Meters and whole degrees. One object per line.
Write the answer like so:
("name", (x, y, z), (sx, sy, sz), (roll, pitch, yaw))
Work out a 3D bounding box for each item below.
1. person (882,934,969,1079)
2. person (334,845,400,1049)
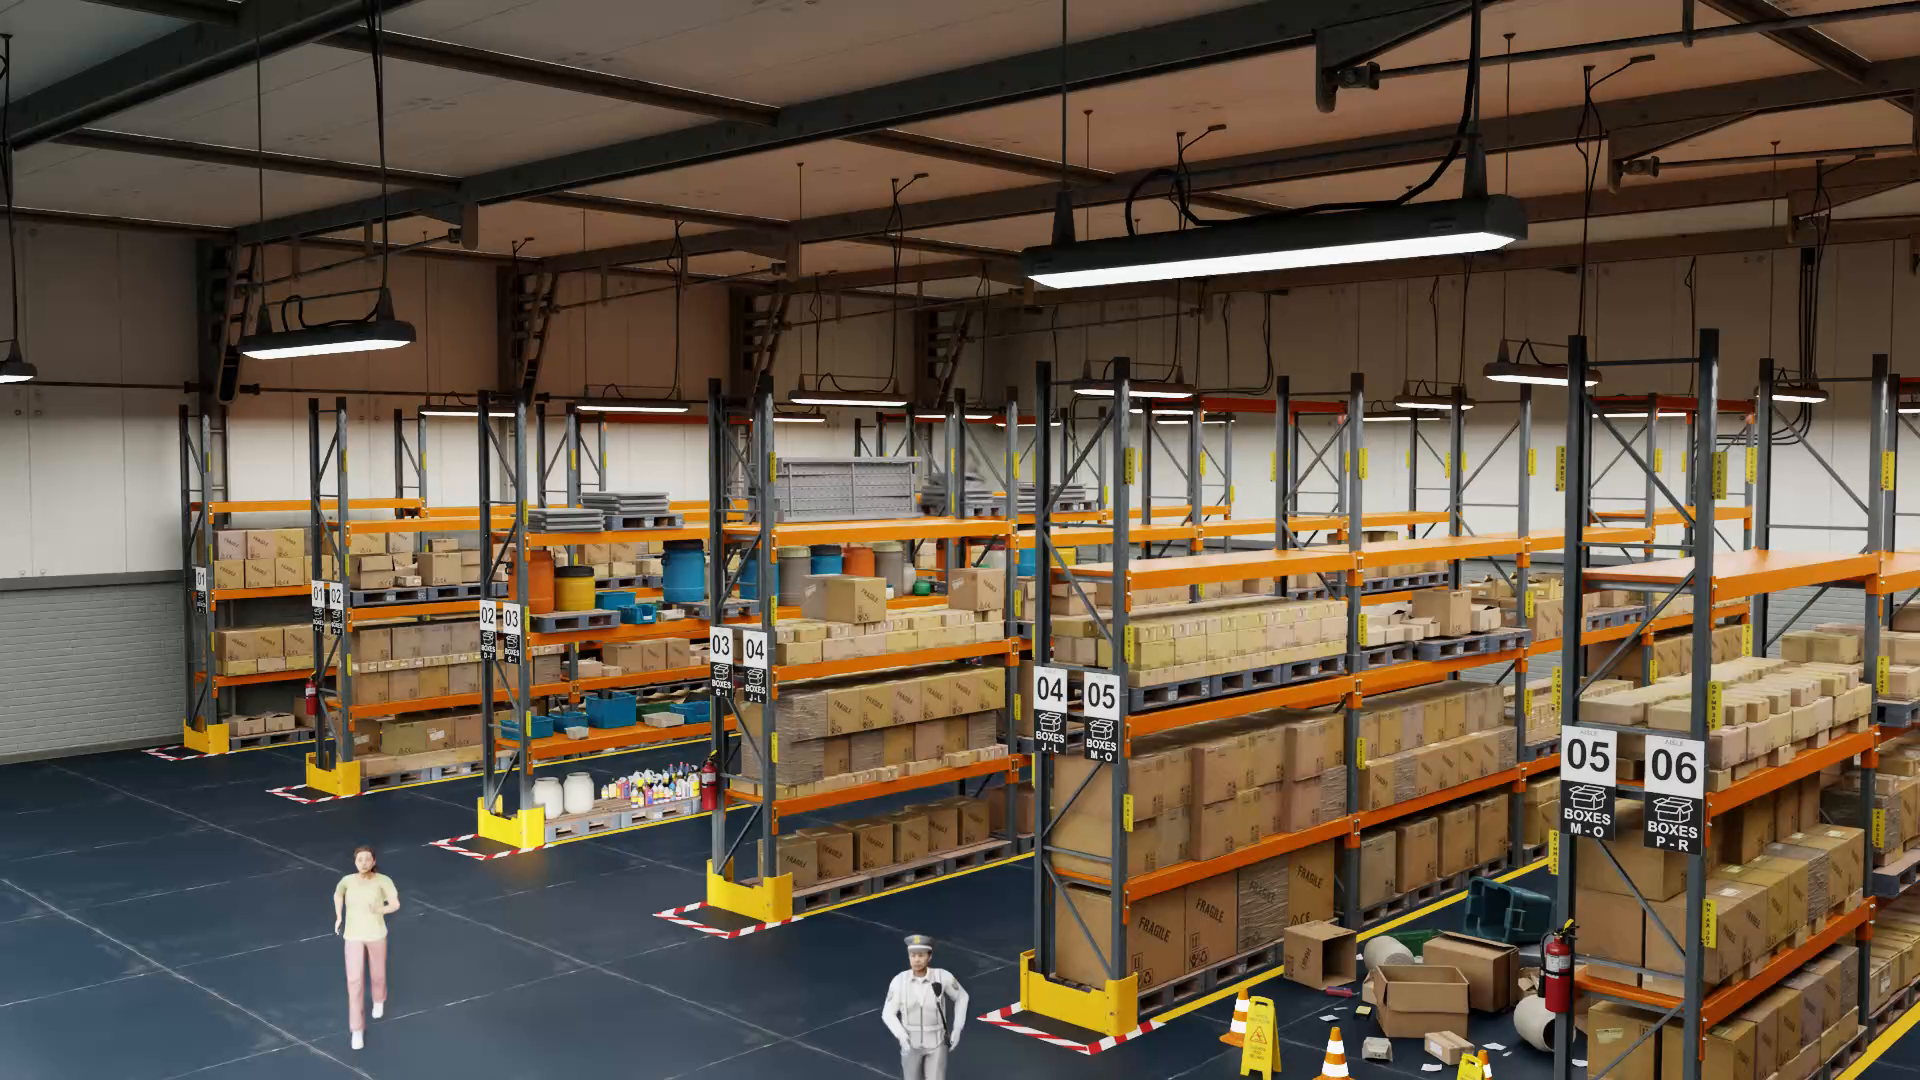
("person", (-0.261, 3.685, 12.101), (0.617, 1.657, 0.591), (0, 3, 5))
("person", (-5.249, 3.525, 14.710), (0.570, 1.665, 0.960), (-1, 3, -15))
